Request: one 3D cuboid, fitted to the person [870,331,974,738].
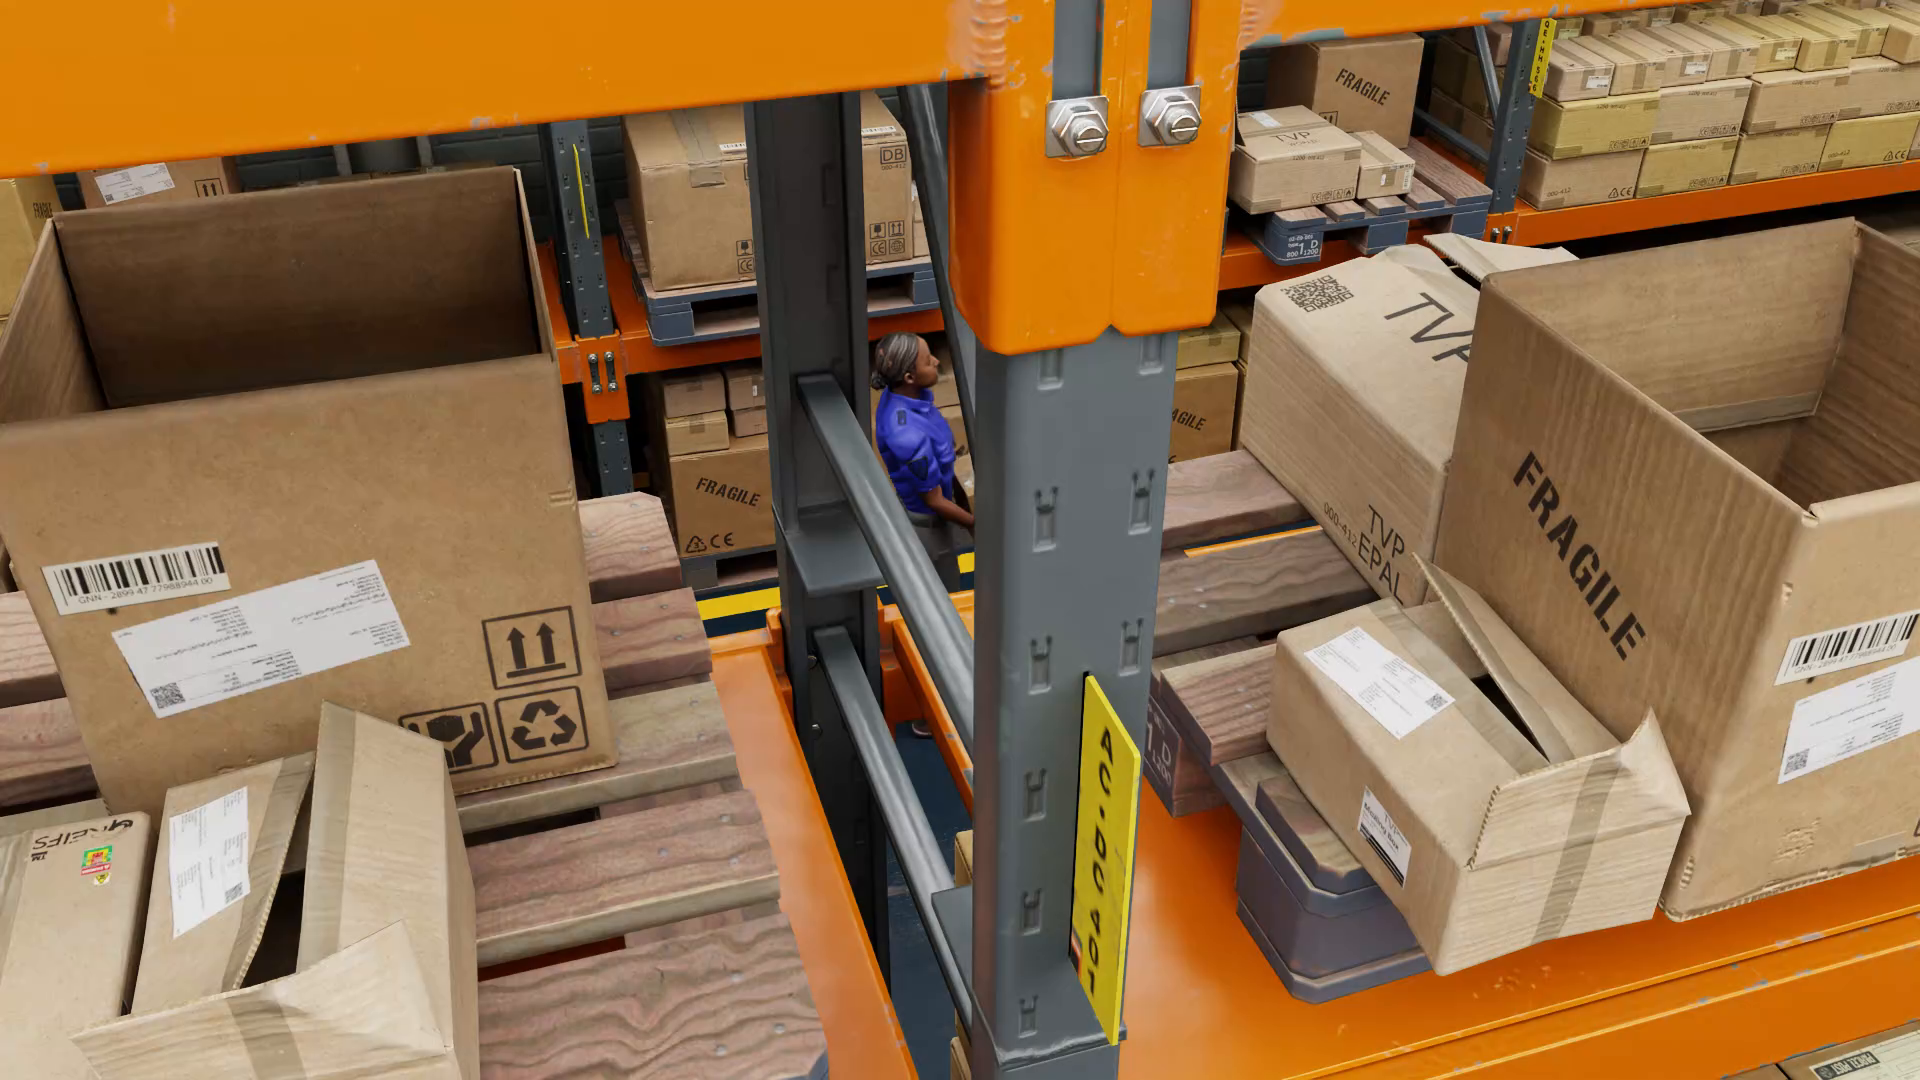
[{"bbox_3d":[-0.066,-0.028,6.188,0.503,1.656,0.456,-4,34,-6],"label":"person"}]
